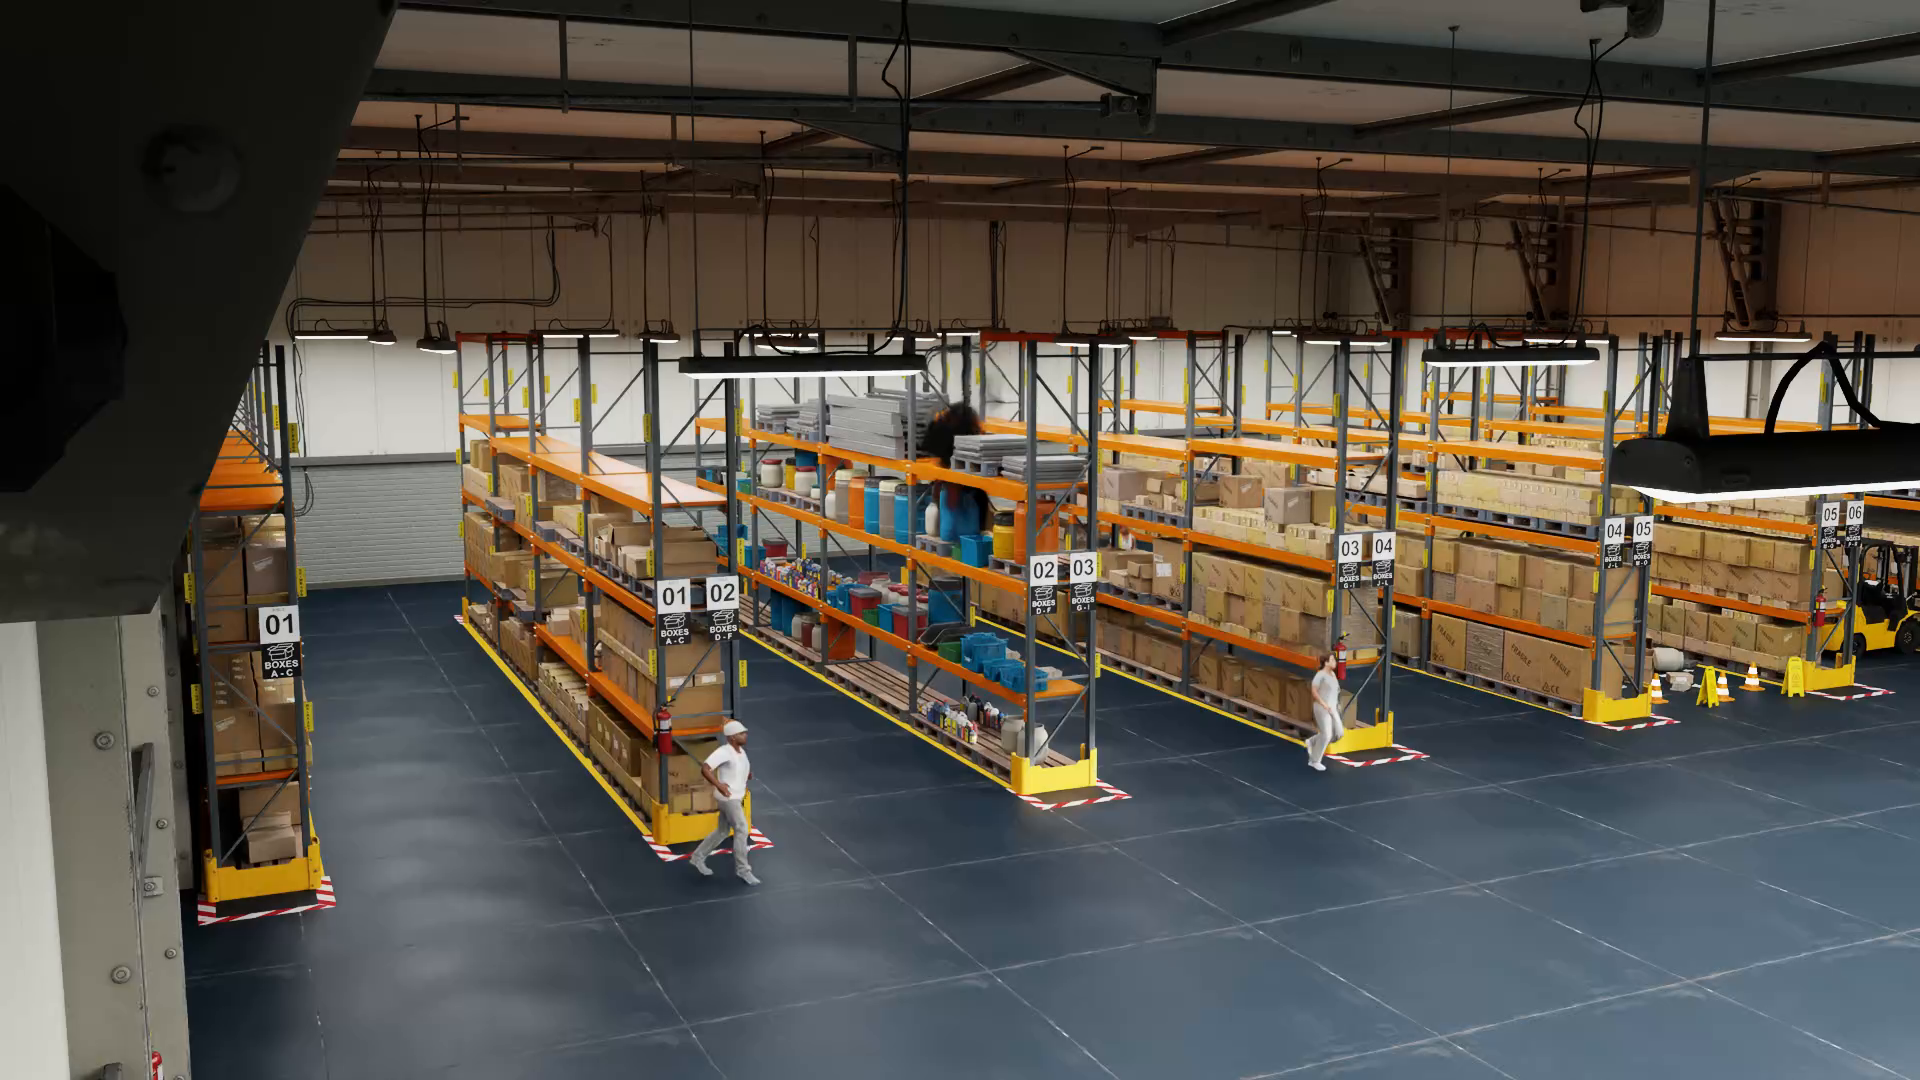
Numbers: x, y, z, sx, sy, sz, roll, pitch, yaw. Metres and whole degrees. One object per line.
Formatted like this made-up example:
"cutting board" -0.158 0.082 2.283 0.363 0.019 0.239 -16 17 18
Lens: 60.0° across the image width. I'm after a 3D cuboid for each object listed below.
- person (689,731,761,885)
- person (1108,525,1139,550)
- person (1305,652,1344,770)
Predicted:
"person" -2.629 2.960 18.872 0.854 1.751 0.707 1 8 6
"person" 3.705 0.461 37.075 0.632 1.748 0.601 -4 9 -26
"person" 5.122 2.370 23.274 0.543 1.614 0.611 8 11 44
